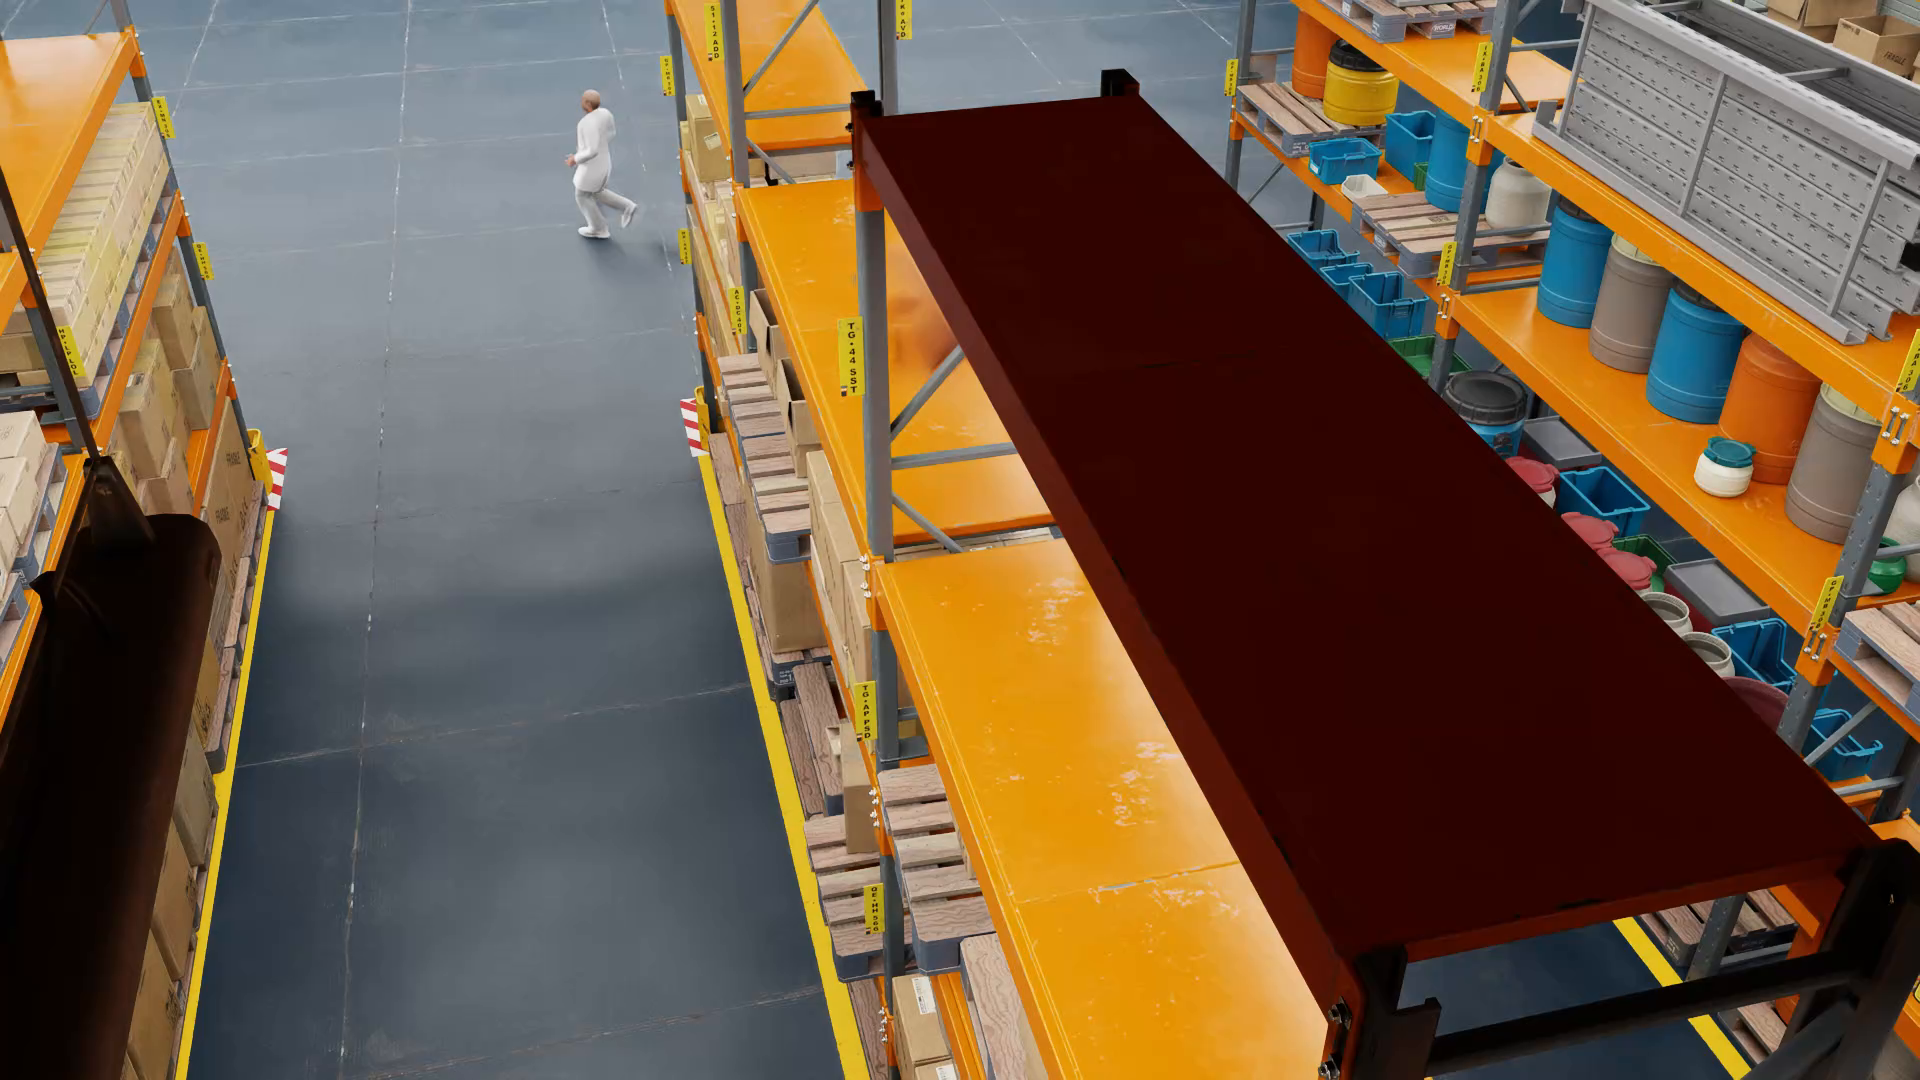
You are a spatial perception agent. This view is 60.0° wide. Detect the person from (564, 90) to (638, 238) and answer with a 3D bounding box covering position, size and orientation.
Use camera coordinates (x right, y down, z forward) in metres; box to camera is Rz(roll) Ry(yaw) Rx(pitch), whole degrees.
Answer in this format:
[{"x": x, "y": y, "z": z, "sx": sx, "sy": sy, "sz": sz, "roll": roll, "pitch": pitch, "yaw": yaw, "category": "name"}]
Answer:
[{"x": -4.060, "y": -4.132, "z": 18.778, "sx": 0.707, "sy": 1.518, "sz": 0.713, "roll": 7, "pitch": 35, "yaw": 10, "category": "person"}]
